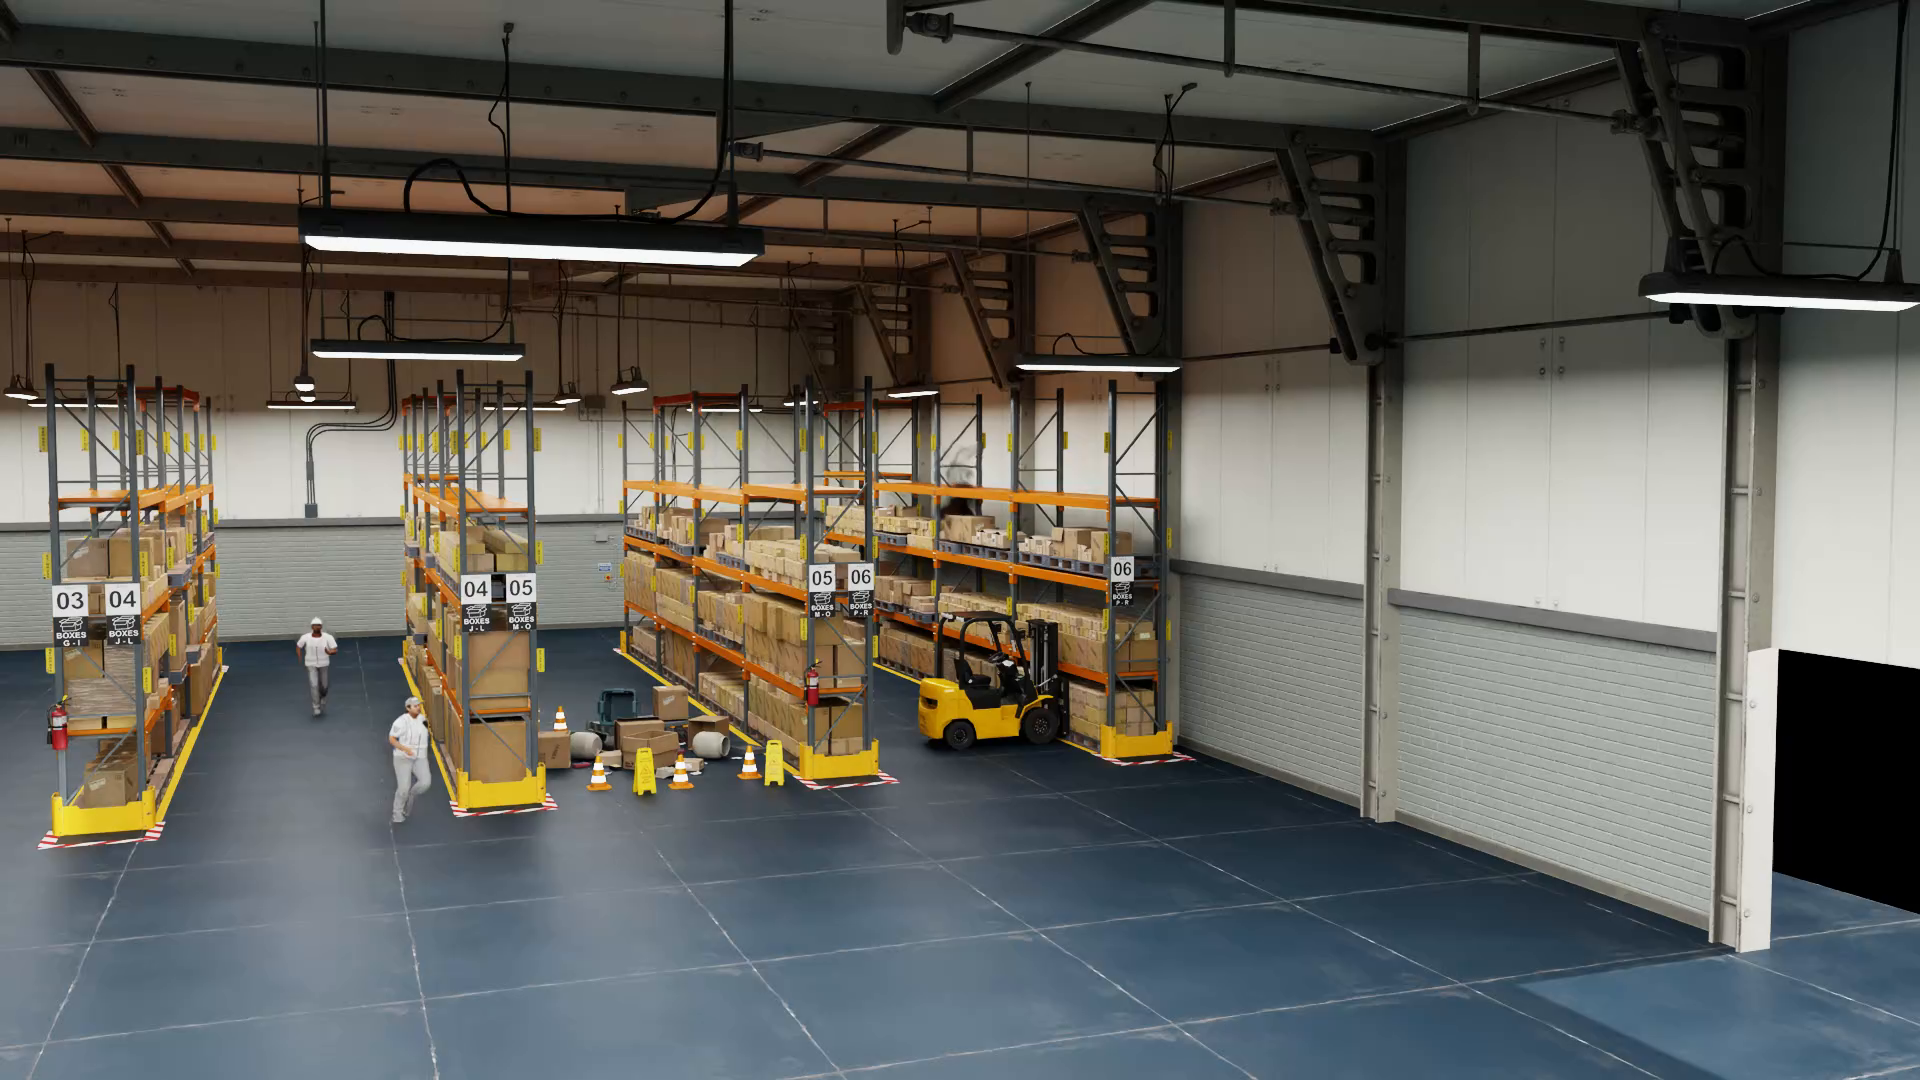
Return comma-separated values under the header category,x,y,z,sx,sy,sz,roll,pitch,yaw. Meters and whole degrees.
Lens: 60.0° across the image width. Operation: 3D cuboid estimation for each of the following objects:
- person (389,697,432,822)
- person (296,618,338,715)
category,x,y,z,sx,sy,sz,roll,pitch,yaw
person,-7.265,2.904,22.130,0.499,1.630,0.620,3,4,42
person,-11.868,2.315,30.717,0.710,1.747,0.968,-2,4,-25
